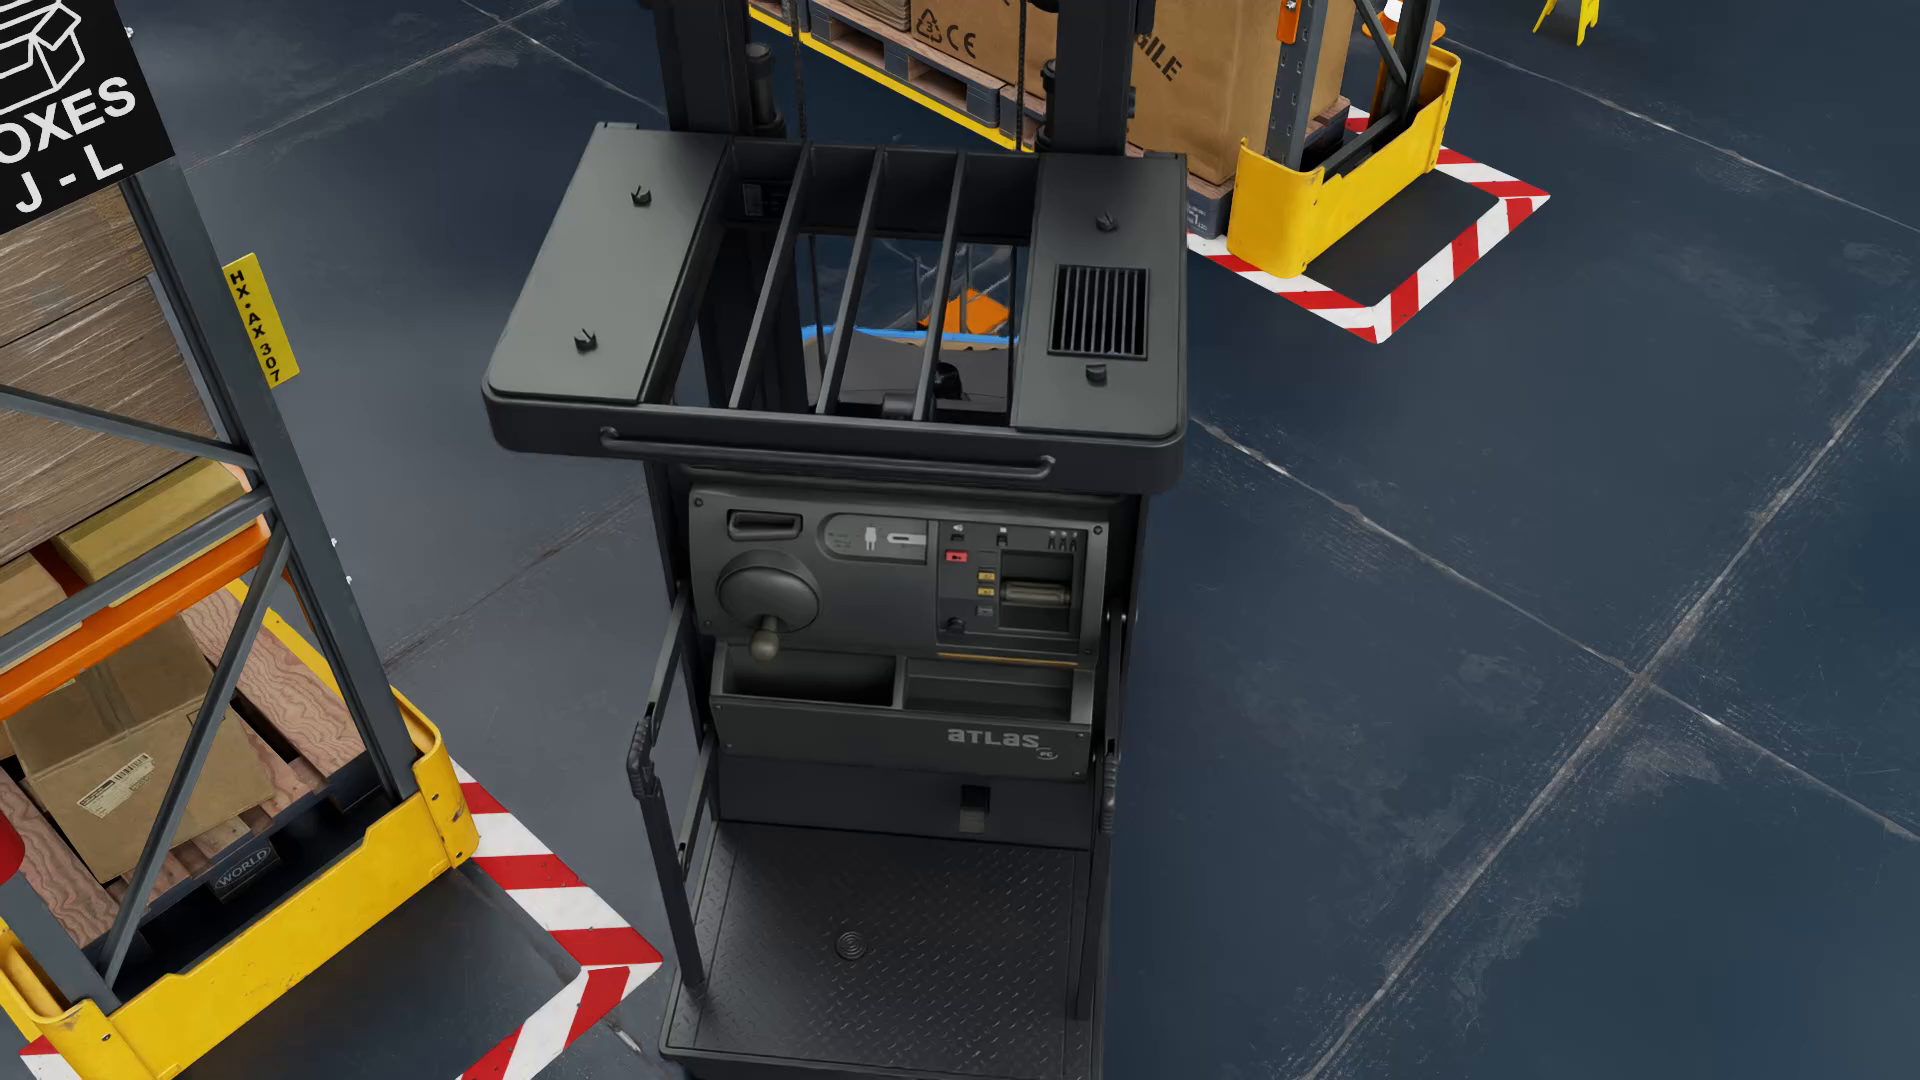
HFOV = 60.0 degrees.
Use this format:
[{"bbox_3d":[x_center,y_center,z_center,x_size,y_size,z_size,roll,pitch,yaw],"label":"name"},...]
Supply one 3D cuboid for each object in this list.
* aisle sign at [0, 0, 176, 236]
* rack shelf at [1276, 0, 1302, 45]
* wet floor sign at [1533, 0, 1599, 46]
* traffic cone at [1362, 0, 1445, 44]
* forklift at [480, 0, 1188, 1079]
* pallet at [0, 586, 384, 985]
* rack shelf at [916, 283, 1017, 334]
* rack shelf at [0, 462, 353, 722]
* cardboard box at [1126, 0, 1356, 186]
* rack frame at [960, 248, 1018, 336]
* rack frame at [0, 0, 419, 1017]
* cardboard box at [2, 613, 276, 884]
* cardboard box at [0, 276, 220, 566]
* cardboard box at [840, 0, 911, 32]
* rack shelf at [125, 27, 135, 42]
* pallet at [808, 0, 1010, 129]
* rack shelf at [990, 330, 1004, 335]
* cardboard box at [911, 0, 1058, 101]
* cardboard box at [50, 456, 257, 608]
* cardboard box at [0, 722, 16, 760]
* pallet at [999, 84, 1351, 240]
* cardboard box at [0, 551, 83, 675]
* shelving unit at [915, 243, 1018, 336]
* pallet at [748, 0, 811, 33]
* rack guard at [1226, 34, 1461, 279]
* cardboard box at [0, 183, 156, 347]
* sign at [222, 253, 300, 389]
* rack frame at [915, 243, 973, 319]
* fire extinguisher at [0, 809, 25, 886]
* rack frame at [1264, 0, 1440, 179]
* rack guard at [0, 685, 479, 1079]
[{"bbox_3d":[-1.610,-0.889,2.744,0.004,0.787,0.394,34,55,28],"label":"aisle sign"},{"bbox_3d":[0.109,-3.219,7.208,4.000,0.370,1.077,34,55,28],"label":"rack shelf"},{"bbox_3d":[2.943,-2.716,7.858,0.232,0.644,0.267,25,52,22],"label":"wet floor sign"},{"bbox_3d":[2.152,-2.631,7.903,0.334,0.463,0.336,34,55,28],"label":"traffic cone"},{"bbox_3d":[-0.159,0.192,3.559,1.130,2.935,3.031,4,47,4],"label":"forklift"},{"bbox_3d":[-2.488,0.628,5.016,1.213,0.211,1.003,34,55,28],"label":"pallet"},{"bbox_3d":[0.020,-0.655,5.109,0.180,0.103,0.258,35,56,29],"label":"rack shelf"},{"bbox_3d":[-3.329,-0.611,4.760,4.000,0.370,1.077,34,55,28],"label":"rack shelf"},{"bbox_3d":[1.036,-2.192,6.920,0.875,0.875,0.875,34,56,28],"label":"cardboard box"},{"bbox_3d":[0.085,-0.393,5.296,0.006,1.200,0.240,35,56,29],"label":"rack frame"},{"bbox_3d":[-1.859,0.131,3.569,0.127,3.000,1.000,34,55,28],"label":"rack frame"},{"bbox_3d":[-2.307,0.525,4.626,0.500,0.500,0.500,-28,53,-24],"label":"cardboard box"},{"bbox_3d":[-2.245,-0.291,3.693,0.500,0.500,0.875,34,55,28],"label":"cardboard box"},{"bbox_3d":[-0.281,-3.078,7.752,0.875,0.875,0.875,34,56,28],"label":"cardboard box"},{"bbox_3d":[-3.329,-1.638,3.666,4.000,0.370,1.077,34,55,28],"label":"rack shelf"},{"bbox_3d":[0.046,-2.478,7.932,1.213,0.211,1.003,34,55,28],"label":"pallet"},{"bbox_3d":[0.020,-0.573,5.197,0.180,0.103,0.258,35,56,29],"label":"rack shelf"},{"bbox_3d":[0.388,-2.626,7.328,0.875,0.875,0.875,33,55,27],"label":"cardboard box"},{"bbox_3d":[-1.907,-0.051,3.913,0.250,0.149,0.380,34,55,28],"label":"cardboard box"},{"bbox_3d":[-2.770,0.248,4.886,0.500,0.500,0.500,-25,52,-21],"label":"cardboard box"},{"bbox_3d":[0.938,-1.875,7.366,1.213,0.211,1.003,34,55,28],"label":"pallet"},{"bbox_3d":[-2.209,0.187,3.689,0.250,0.149,0.380,34,55,28],"label":"cardboard box"},{"bbox_3d":[0.020,-0.439,5.339,0.189,1.200,0.258,35,56,29],"label":"shelving unit"},{"bbox_3d":[-0.855,-3.081,8.498,1.213,0.211,1.003,34,55,28],"label":"pallet"},{"bbox_3d":[1.596,-1.608,6.917,0.348,0.500,1.175,34,55,28],"label":"rack guard"},{"bbox_3d":[-2.079,-0.765,3.452,0.500,0.500,0.500,34,55,28],"label":"cardboard box"},{"bbox_3d":[-1.492,-0.456,3.527,0.005,0.325,0.100,34,55,28],"label":"sign"},{"bbox_3d":[-0.046,-0.486,5.383,0.006,1.200,0.240,35,56,29],"label":"rack frame"},{"bbox_3d":[-2.088,0.461,3.312,0.183,0.674,0.296,34,55,28],"label":"fire extinguisher"},{"bbox_3d":[1.579,-2.476,6.017,0.127,3.000,1.000,34,55,28],"label":"rack frame"},{"bbox_3d":[-1.915,0.949,4.516,0.348,0.500,1.175,34,55,28],"label":"rack guard"}]
